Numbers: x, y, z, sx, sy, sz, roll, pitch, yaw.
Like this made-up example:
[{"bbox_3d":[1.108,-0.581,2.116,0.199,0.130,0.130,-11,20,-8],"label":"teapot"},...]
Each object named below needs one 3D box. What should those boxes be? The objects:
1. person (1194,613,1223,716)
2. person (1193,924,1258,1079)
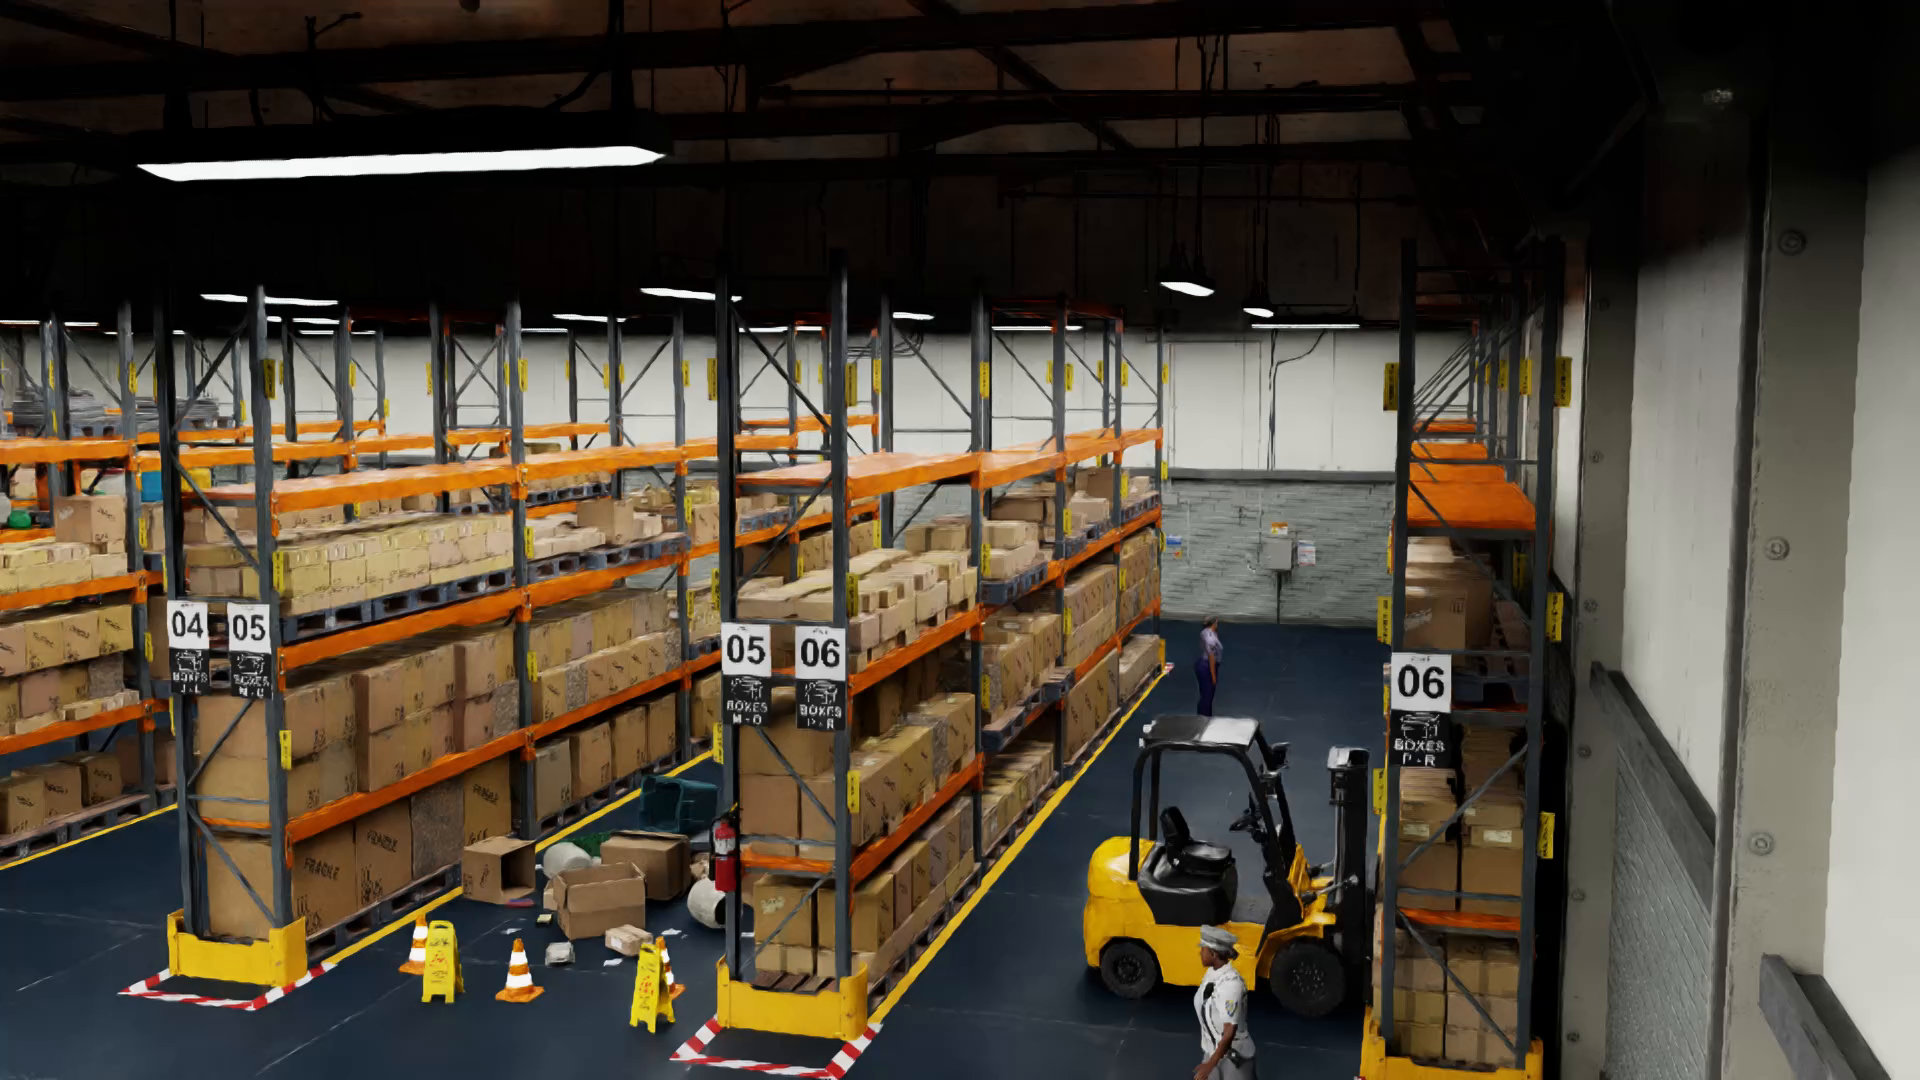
[{"bbox_3d":[3.540,1.858,23.439,0.447,1.657,0.578,0,6,-4],"label":"person"},{"bbox_3d":[1.701,3.245,10.435,0.665,1.654,0.482,-1,6,-12],"label":"person"}]
